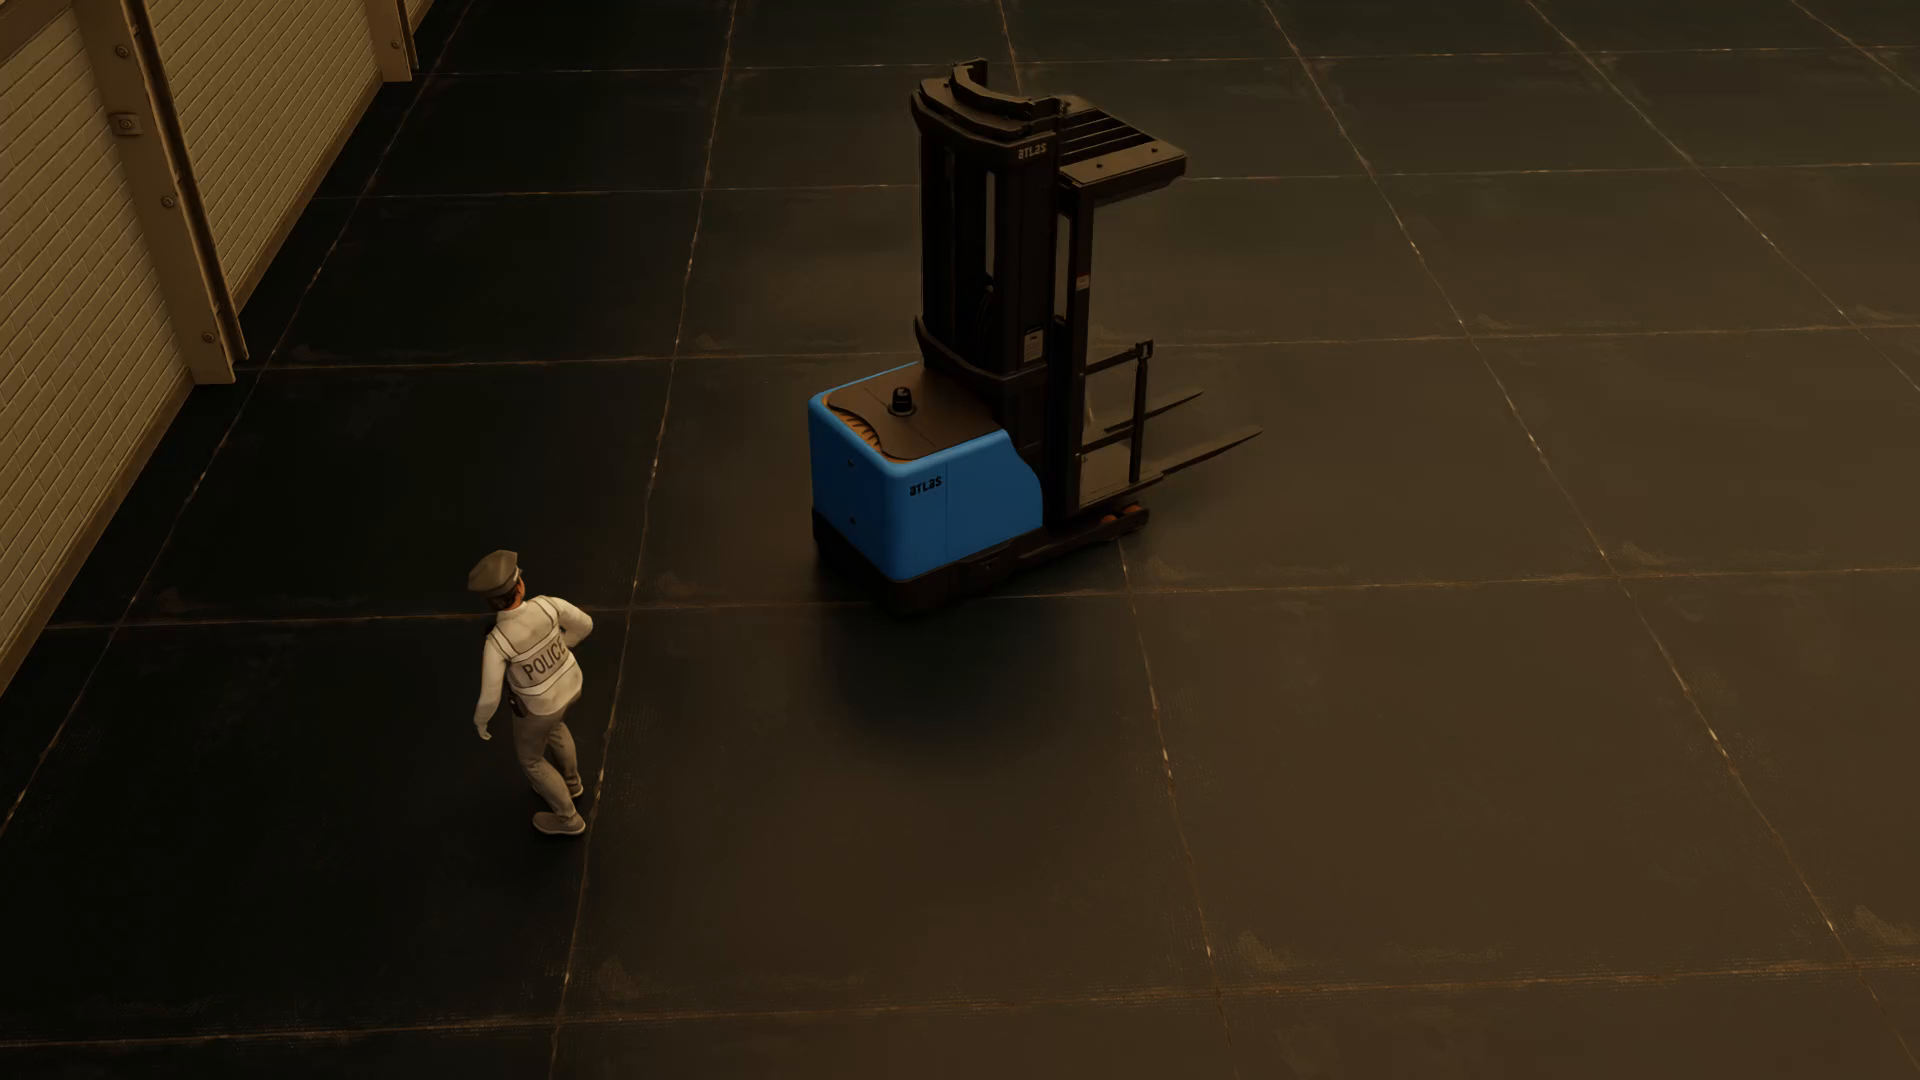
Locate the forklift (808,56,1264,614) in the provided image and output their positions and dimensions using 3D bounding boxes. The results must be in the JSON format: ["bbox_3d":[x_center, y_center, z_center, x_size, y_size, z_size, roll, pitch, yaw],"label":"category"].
[{"bbox_3d":[0.593,-1.415,9.953,3.031,2.935,1.130,-21,41,-27],"label":"forklift"}]

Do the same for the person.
[{"bbox_3d":[-2.096,0.758,8.068,0.470,1.649,0.686,18,40,23],"label":"person"}]
